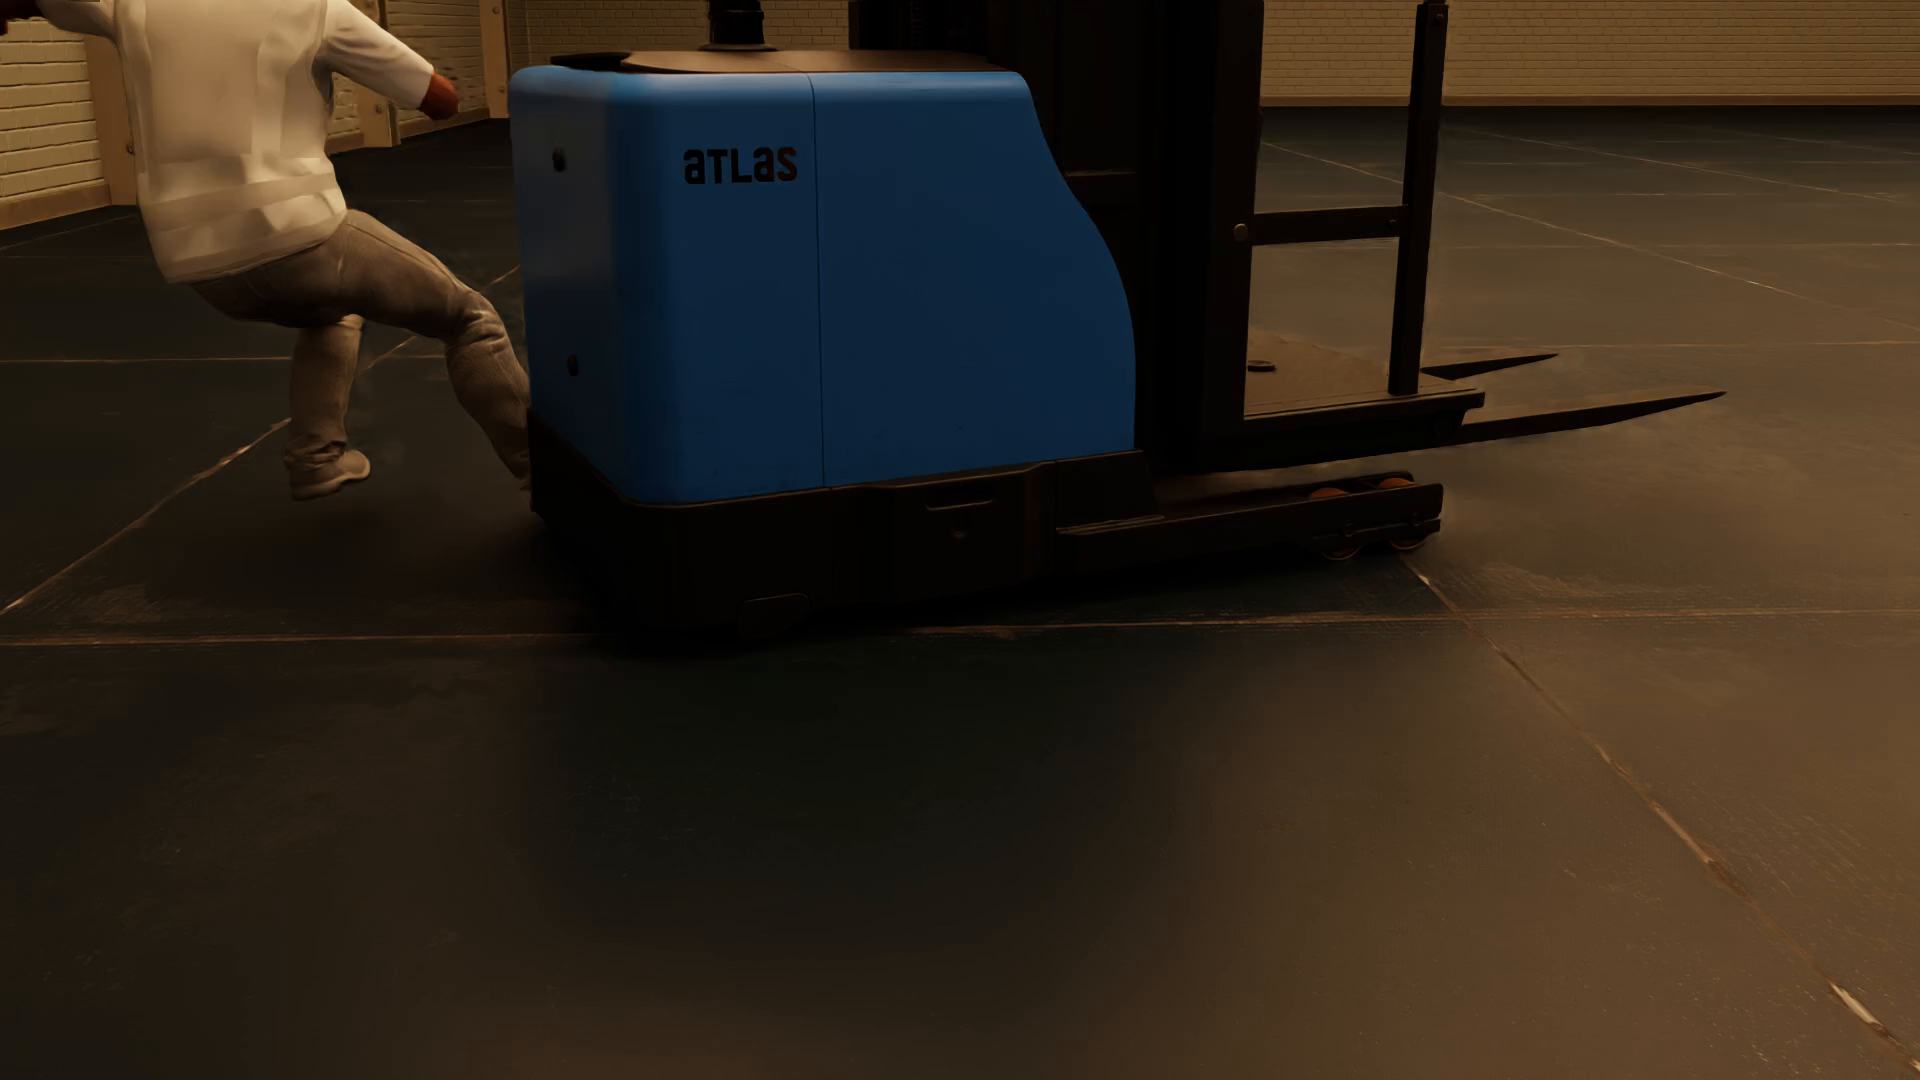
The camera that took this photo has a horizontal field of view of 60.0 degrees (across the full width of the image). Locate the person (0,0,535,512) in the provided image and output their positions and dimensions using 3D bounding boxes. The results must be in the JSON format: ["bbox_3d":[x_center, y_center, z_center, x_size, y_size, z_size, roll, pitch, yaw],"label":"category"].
[{"bbox_3d":[-1.620,-0.787,3.901,1.567,1.483,0.802,1,17,4],"label":"person"}]

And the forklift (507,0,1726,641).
[{"bbox_3d":[0.549,-1.484,3.757,3.031,2.935,1.130,-8,19,-25],"label":"forklift"}]
